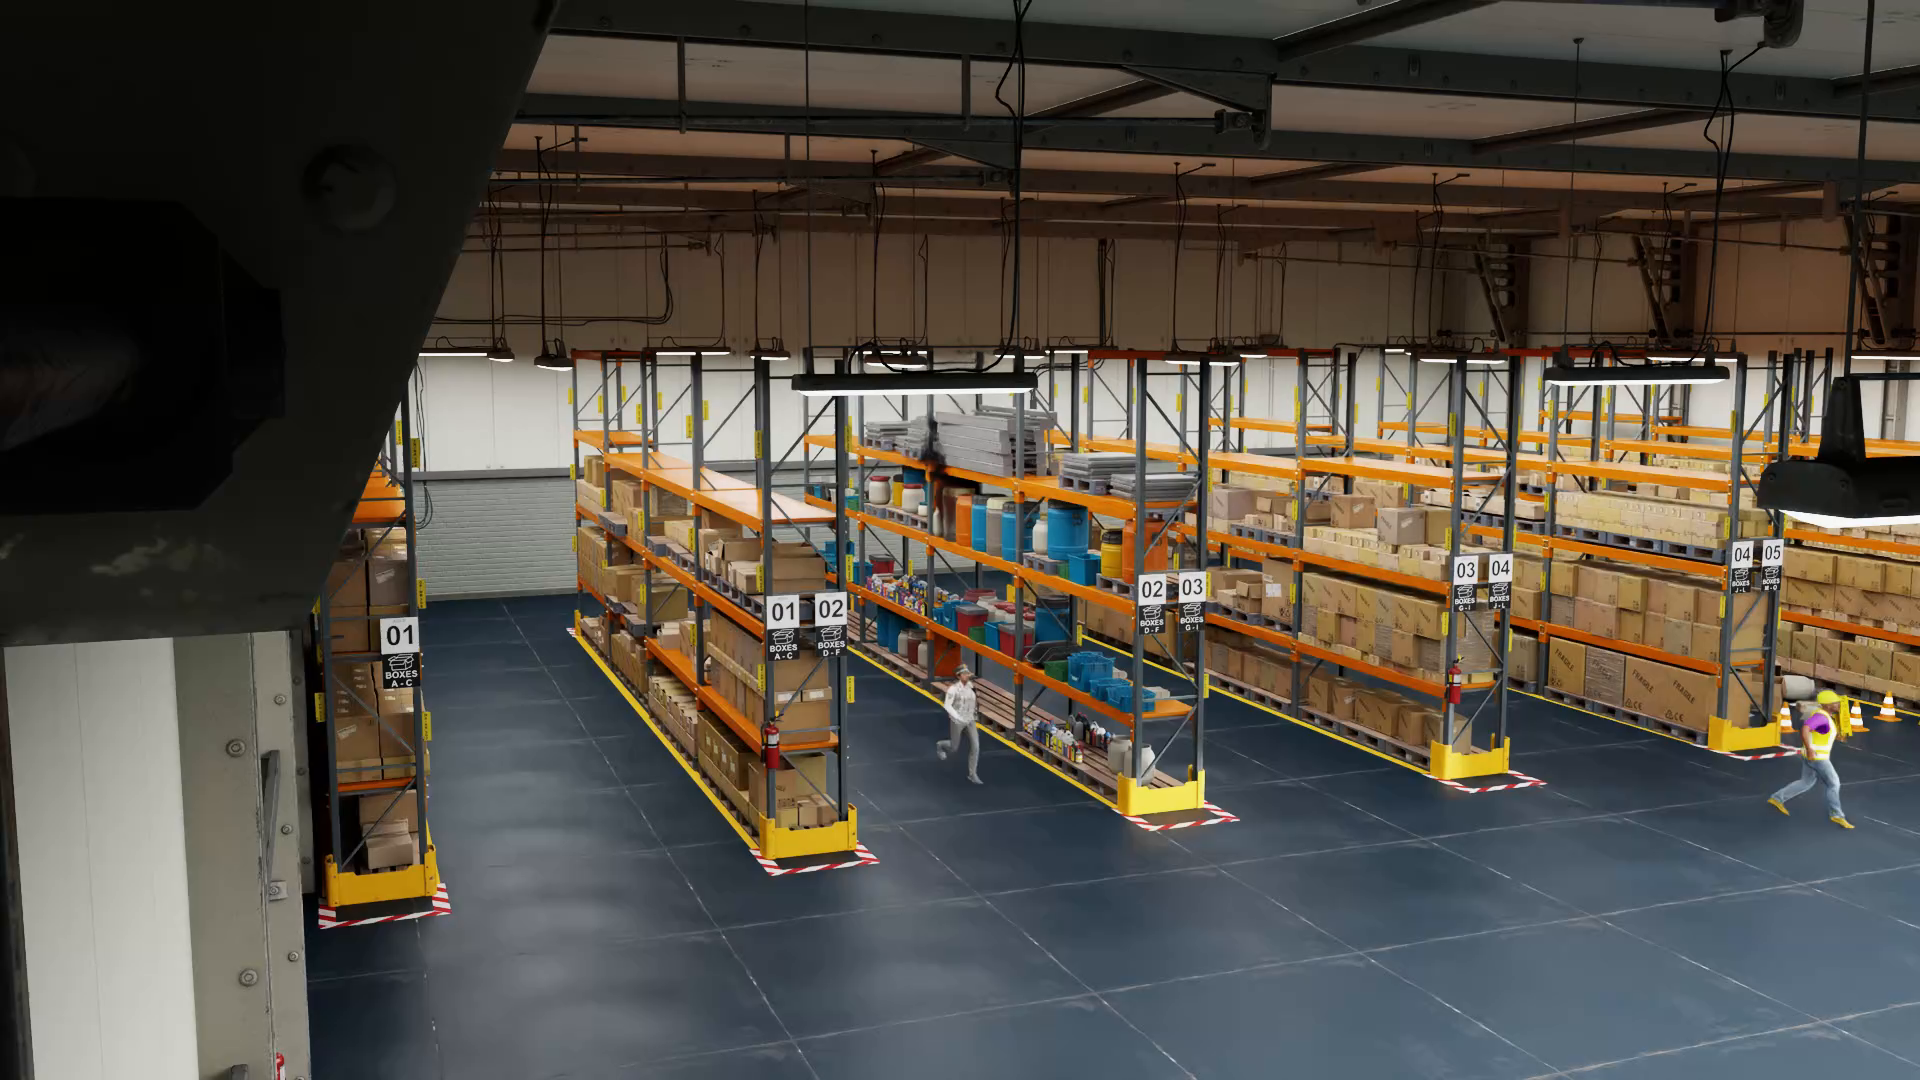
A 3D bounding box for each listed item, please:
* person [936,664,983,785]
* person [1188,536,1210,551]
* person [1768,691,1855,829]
[{"bbox_3d":[0.014,2.588,23.719,0.597,1.690,0.976,-4,8,-32],"label":"person"},{"bbox_3d":[5.994,0.320,41.262,0.681,1.833,0.644,-4,8,-31],"label":"person"},{"bbox_3d":[11.001,2.805,21.400,1.017,1.782,0.729,3,8,21],"label":"person"}]
